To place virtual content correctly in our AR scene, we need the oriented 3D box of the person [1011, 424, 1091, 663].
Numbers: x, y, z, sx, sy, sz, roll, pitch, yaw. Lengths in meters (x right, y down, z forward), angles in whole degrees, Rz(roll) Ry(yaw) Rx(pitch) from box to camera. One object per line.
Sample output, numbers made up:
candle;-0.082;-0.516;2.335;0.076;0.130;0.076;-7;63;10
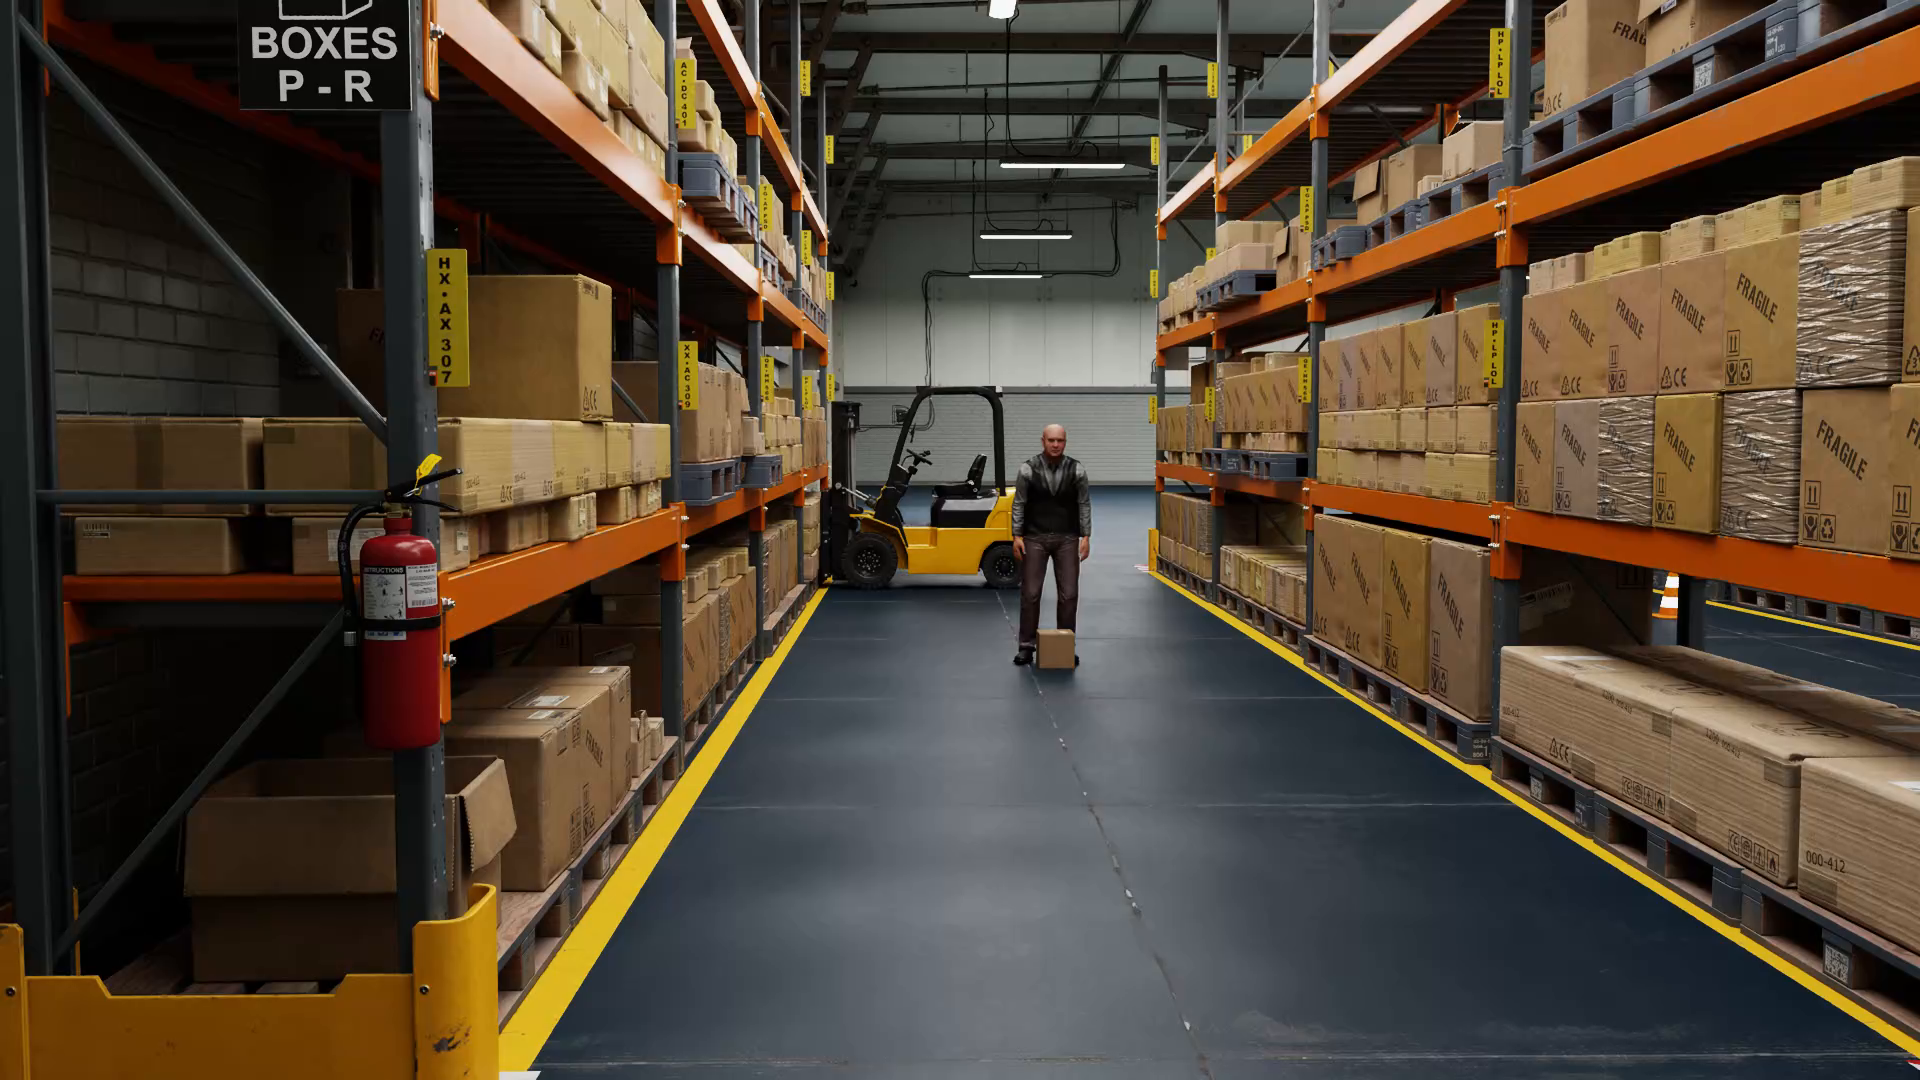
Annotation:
person;0.660;0.023;12.055;0.580;1.721;0.414;0;4;-1
